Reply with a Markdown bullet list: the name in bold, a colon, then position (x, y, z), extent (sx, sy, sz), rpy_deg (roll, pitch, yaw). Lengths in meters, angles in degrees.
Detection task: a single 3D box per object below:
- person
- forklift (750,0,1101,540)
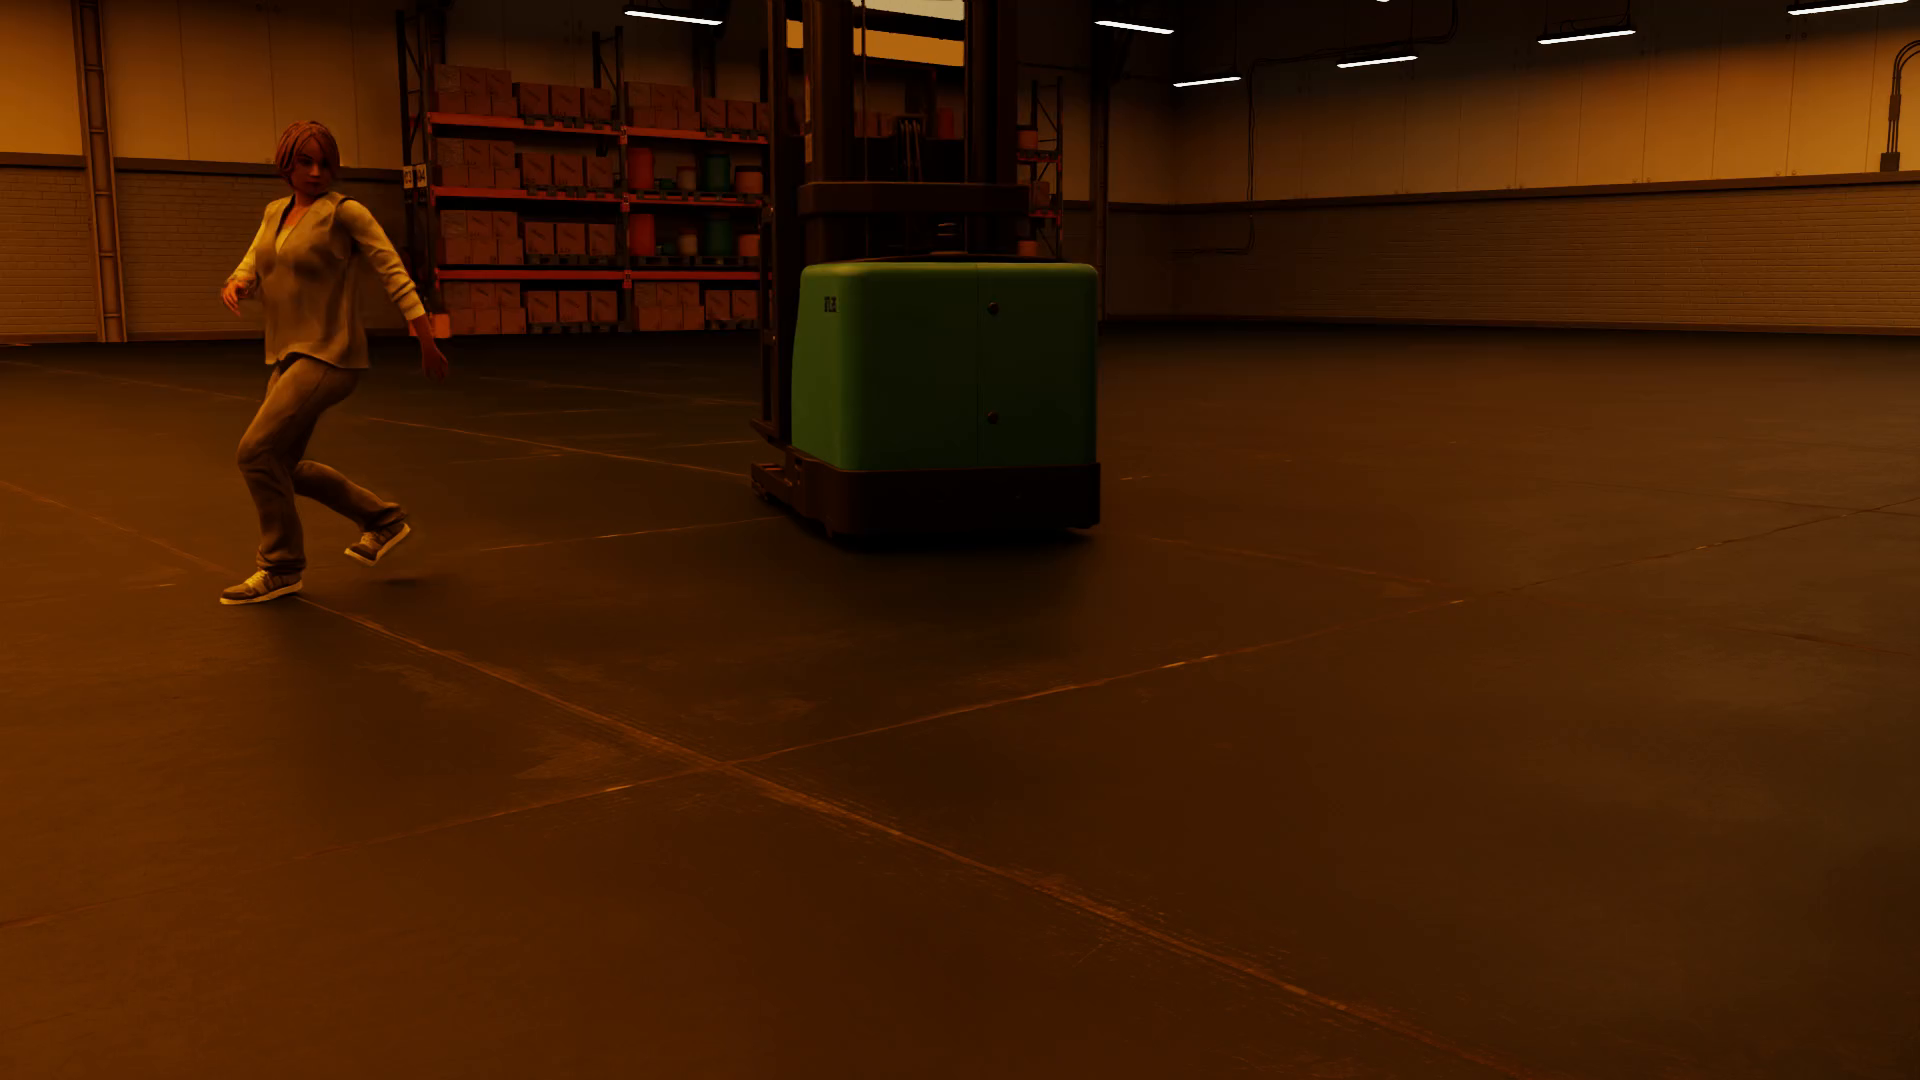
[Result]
- **person**: position (-2.076, -0.577, 5.375), extent (0.465, 1.524, 0.720), rpy_deg (8, 12, 43)
- **forklift**: position (-0.358, -1.635, 7.518), extent (1.130, 2.935, 3.031), rpy_deg (-3, 9, -16)
